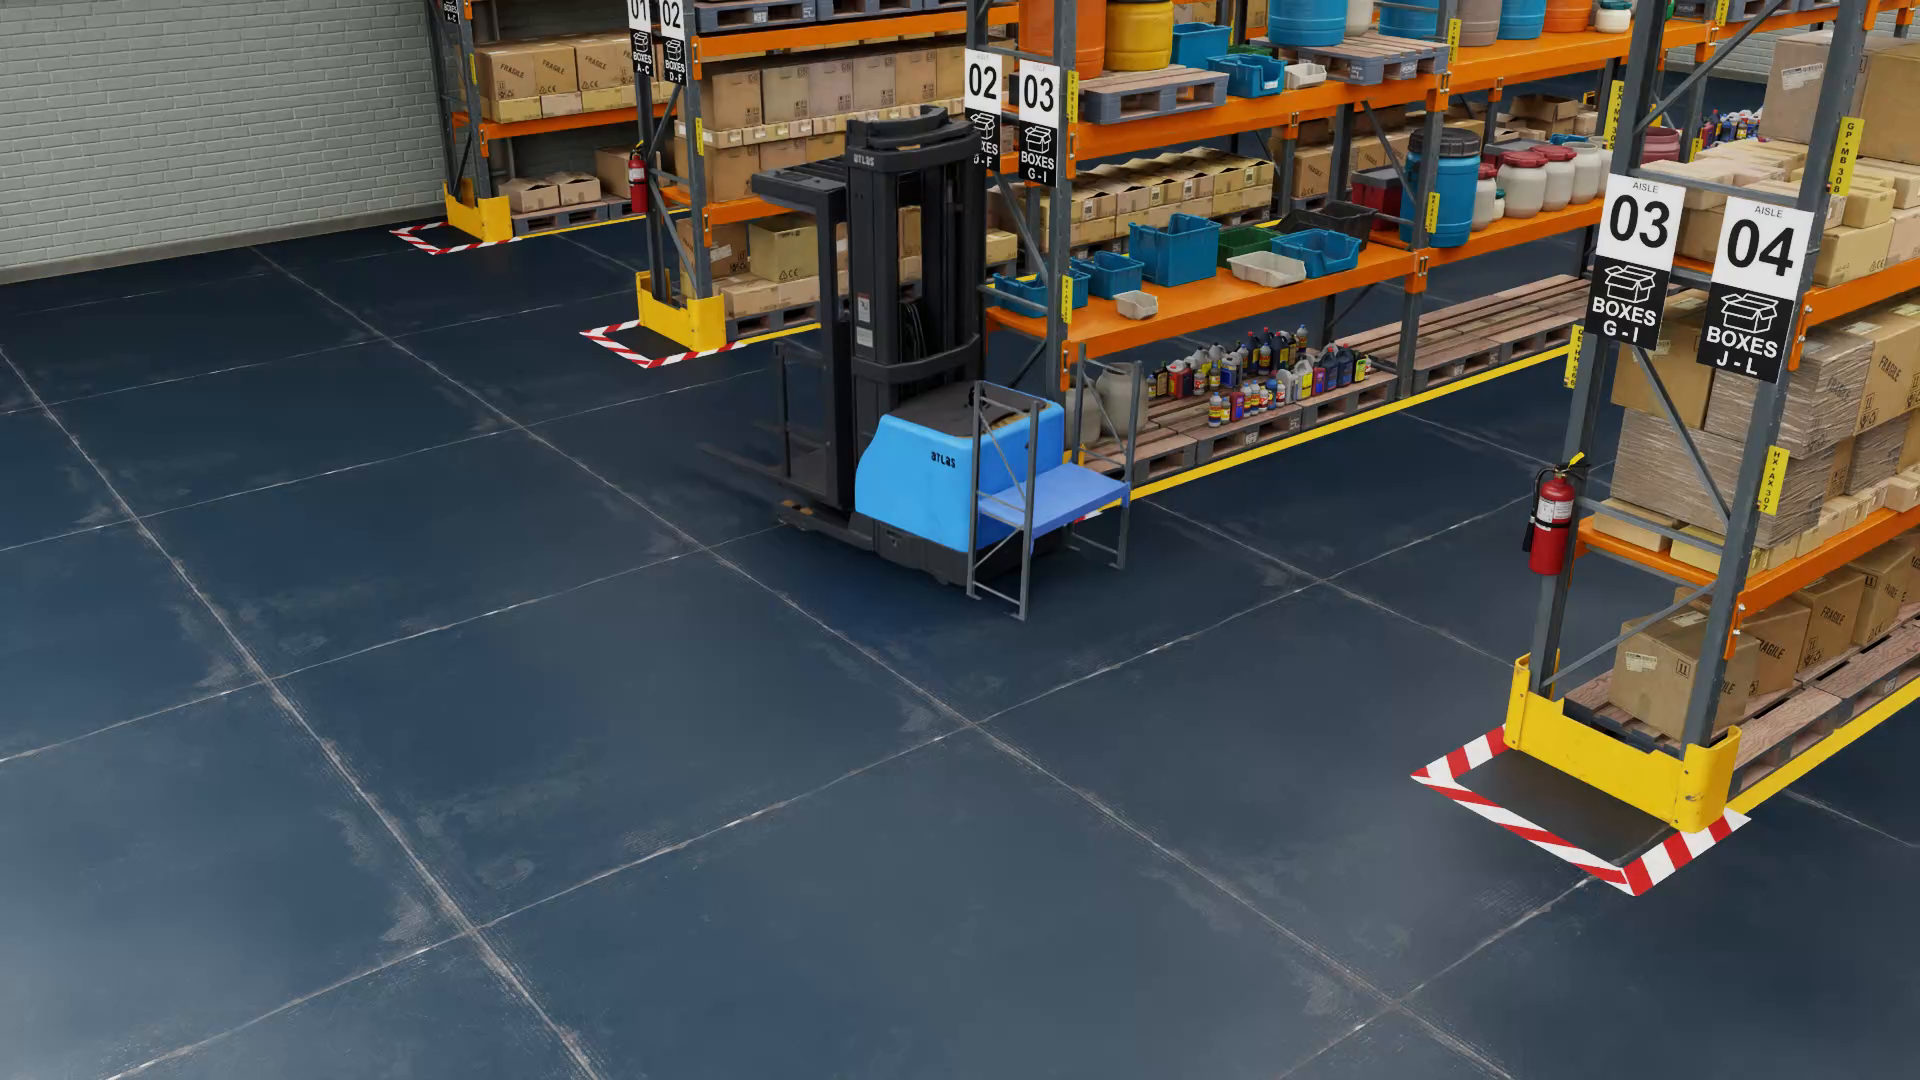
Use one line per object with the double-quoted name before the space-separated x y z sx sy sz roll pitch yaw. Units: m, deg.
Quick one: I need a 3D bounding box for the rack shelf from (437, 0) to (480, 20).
"rack shelf" -4.142 -6.542 19.575 4.000 0.370 1.077 -18 31 -34

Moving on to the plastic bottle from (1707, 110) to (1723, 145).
"plastic bottle" 8.049 -4.416 17.760 0.185 0.351 0.144 -18 31 -34

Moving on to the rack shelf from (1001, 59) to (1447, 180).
"rack shelf" 1.971 -3.260 12.503 4.000 0.370 1.077 -18 31 -34

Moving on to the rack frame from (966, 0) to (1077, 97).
"rack frame" 0.398 -4.428 10.601 0.127 3.000 1.000 -18 31 -34

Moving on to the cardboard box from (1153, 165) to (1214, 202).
"cardboard box" 2.575 -4.139 19.207 0.500 0.311 0.500 -18 31 -34

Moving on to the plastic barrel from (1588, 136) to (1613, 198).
"plastic barrel" 6.015 -3.497 15.590 0.421 0.512 0.421 0 25 0

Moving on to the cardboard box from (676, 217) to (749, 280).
"cardboard box" -2.418 -2.870 16.247 0.500 0.500 0.500 -18 31 -34

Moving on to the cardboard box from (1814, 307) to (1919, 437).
"cardboard box" 4.453 -0.880 8.423 0.500 0.500 0.500 -18 31 -34

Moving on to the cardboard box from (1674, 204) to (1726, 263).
"cardboard box" 3.677 -1.568 8.180 0.500 0.250 0.500 -17 30 -33

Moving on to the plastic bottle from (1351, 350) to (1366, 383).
"plastic bottle" 3.370 -1.479 14.077 0.133 0.283 0.061 -17 30 -32

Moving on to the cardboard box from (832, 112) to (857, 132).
"cardboard box" -1.202 -4.054 16.032 0.250 0.149 0.380 -19 31 -35

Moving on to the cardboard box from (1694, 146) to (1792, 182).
"cardboard box" 3.905 -1.851 8.316 0.250 0.149 0.380 -20 31 -36

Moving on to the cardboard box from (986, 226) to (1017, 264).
"cardboard box" 0.262 -3.138 17.715 0.500 0.250 0.500 -18 31 -34

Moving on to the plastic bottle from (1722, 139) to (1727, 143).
"plastic bottle" 7.668 -3.893 16.728 0.097 0.271 0.097 0 25 0

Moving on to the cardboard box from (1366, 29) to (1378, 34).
"cardboard box" 4.903 -6.038 20.579 0.500 0.500 0.700 -12 28 -24

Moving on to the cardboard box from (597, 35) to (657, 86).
"cardboard box" -3.950 -5.689 19.709 0.500 0.500 0.500 -17 30 -32

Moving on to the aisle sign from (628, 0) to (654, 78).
"aisle sign" -2.889 -4.608 15.027 0.004 0.787 0.394 -18 31 -34

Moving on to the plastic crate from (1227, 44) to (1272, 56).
"plastic crate" 2.136 -3.690 12.827 0.450 0.188 0.336 -18 31 -34

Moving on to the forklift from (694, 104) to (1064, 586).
"forklift" -0.709 -1.535 11.576 3.031 2.935 1.130 21 32 38

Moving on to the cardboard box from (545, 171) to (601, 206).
"cardboard box" -4.667 -4.266 20.051 0.500 0.311 0.500 -15 29 -30

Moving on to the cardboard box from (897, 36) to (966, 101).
"cardboard box" -0.250 -4.772 16.810 0.500 0.500 0.700 -18 31 -34

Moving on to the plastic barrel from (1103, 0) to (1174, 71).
"plastic barrel" 1.216 -3.681 11.833 0.600 0.588 0.600 0 25 0

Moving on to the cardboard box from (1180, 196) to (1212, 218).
"cardboard box" 2.575 -3.888 19.331 0.500 0.250 0.500 -17 30 -33

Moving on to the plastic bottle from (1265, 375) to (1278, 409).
"plastic bottle" 2.525 -1.204 13.499 0.097 0.271 0.097 0 25 0

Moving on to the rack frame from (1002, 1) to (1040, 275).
"rack frame" 0.492 -4.387 17.641 0.127 3.000 1.000 -18 31 -34

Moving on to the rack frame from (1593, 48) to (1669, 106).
"rack frame" 9.935 -7.505 24.357 0.127 3.000 1.000 -18 31 -34

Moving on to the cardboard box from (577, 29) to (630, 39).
"cardboard box" -4.273 -5.857 20.070 0.500 0.500 0.500 -18 30 -33

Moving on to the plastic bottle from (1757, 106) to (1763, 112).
"plastic bottle" 8.845 -4.655 18.370 0.097 0.271 0.097 0 25 0

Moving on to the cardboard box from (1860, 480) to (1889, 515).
"cardboard box" 4.805 -0.274 9.075 0.250 0.149 0.380 -18 31 -34

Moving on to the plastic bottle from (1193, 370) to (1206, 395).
"plastic bottle" 1.988 -1.315 13.822 0.097 0.201 0.097 0 25 0

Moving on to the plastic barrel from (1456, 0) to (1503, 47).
"plastic barrel" 4.326 -4.708 14.171 0.600 0.901 0.600 0 25 0

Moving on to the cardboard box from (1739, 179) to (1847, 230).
"cardboard box" 3.813 -1.534 7.634 0.250 0.149 0.380 -19 31 -34

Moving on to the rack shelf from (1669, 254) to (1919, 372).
"rack shelf" 5.028 -1.620 8.968 4.000 0.370 1.077 -18 31 -34

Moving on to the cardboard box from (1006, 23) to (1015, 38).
"cardboard box" 0.789 -7.466 23.778 0.500 0.500 0.500 -18 30 -34

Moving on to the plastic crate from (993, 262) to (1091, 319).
"plastic crate" 0.607 -1.868 12.389 0.616 0.251 0.499 -18 31 -34

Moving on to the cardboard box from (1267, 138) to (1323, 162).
"cardboard box" 4.231 -4.813 21.004 0.500 0.500 0.500 -17 30 -32

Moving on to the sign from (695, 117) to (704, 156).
"sign" -2.318 -3.592 14.803 0.005 0.325 0.100 -18 31 -34

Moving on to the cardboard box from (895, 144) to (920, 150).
"cardboard box" -0.662 -4.047 16.789 0.500 0.500 0.700 -18 30 -33

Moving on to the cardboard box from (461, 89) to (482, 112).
"cardboard box" -5.467 -5.115 19.363 0.500 0.250 0.500 -18 30 -33

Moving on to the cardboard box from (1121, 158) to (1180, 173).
"cardboard box" 2.235 -4.314 19.584 0.500 0.311 0.500 -19 31 -35

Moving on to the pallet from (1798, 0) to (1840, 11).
"pallet" 8.393 -5.567 16.843 1.213 0.211 1.003 -18 31 -34

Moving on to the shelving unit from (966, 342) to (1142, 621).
"shelving unit" 0.606 -0.392 10.785 0.538 1.500 1.048 24 34 37

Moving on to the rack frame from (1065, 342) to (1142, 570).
"rack frame" 0.951 -0.549 11.123 0.500 1.500 0.032 24 34 37

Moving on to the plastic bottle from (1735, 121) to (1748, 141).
"plastic bottle" 8.422 -4.402 17.909 0.097 0.201 0.097 0 25 0

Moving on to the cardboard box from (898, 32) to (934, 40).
"cardboard box" -0.751 -6.855 22.316 0.500 0.500 0.700 -18 31 -34

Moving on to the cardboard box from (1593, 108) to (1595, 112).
"cardboard box" 9.196 -6.359 24.732 0.250 0.166 0.380 -18 31 -34

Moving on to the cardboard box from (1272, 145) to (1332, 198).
"cardboard box" 4.174 -4.516 20.364 0.500 0.500 0.500 -17 30 -32

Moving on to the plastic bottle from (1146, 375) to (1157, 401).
"plastic bottle" 1.572 -1.259 13.701 0.097 0.201 0.097 0 25 0

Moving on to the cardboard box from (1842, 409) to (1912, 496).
"cardboard box" 4.643 -0.665 9.148 0.500 0.500 0.875 -18 31 -34

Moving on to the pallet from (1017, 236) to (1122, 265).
"pallet" 1.047 -3.327 18.668 1.213 0.211 1.003 -18 31 -34

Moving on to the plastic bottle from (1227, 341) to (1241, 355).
"plastic bottle" 2.350 -1.563 14.258 0.133 0.283 0.061 -17 30 -32

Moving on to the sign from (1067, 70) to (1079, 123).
"sign" 0.734 -2.888 10.836 0.005 0.325 0.100 -18 31 -34

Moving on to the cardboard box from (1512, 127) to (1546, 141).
"cardboard box" 7.925 -5.645 23.194 0.250 0.166 0.380 -18 31 -34

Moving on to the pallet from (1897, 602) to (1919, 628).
"pallet" 6.095 0.346 10.753 1.213 0.211 1.003 -18 31 -34

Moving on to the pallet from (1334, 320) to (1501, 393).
"pallet" 4.139 -1.698 15.157 1.213 0.211 1.003 -18 31 -34

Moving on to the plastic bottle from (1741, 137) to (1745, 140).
"plastic bottle" 7.912 -3.937 16.808 0.133 0.283 0.061 -18 31 -34
